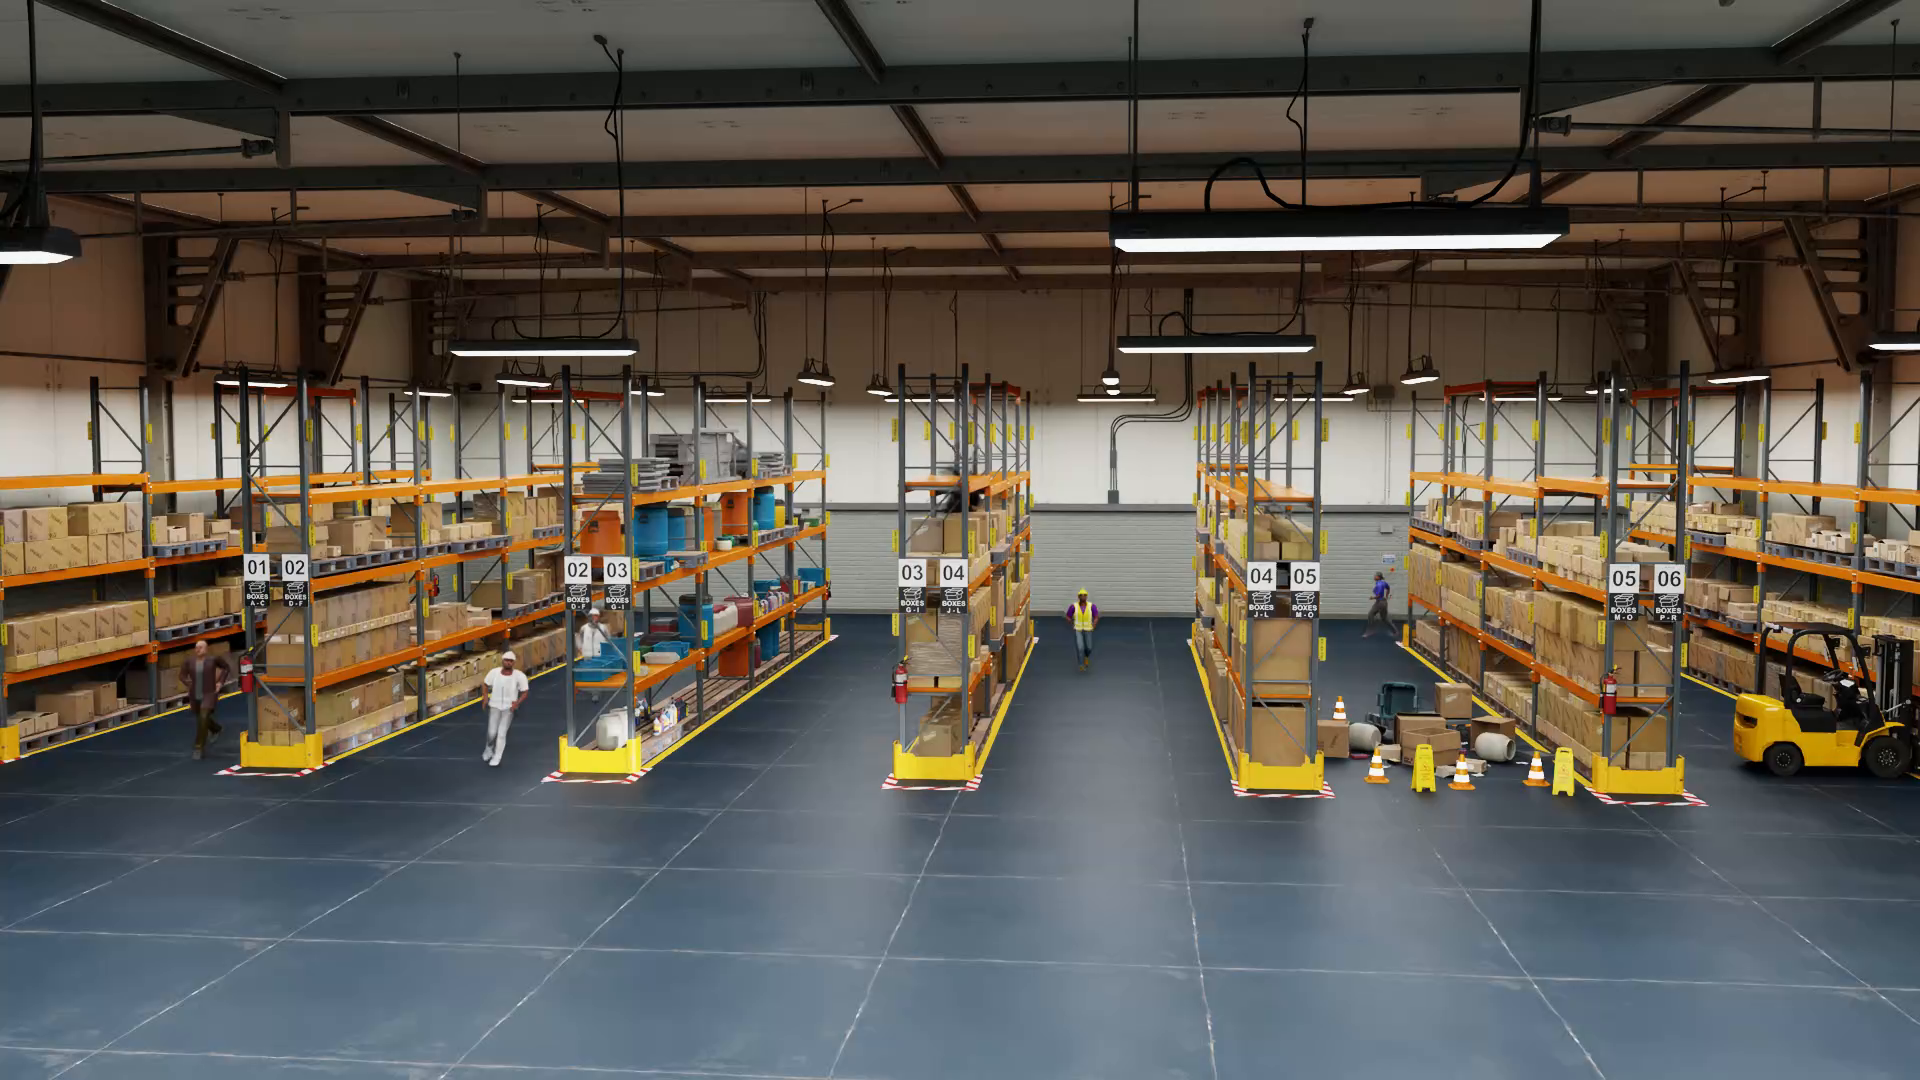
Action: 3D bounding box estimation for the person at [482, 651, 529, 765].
[{"bbox_3d":[-6.876,2.535,25.105,0.721,1.711,0.543,-1,4,-10],"label":"person"}]

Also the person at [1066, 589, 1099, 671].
[{"bbox_3d":[2.580,1.897,35.001,0.696,1.718,0.605,0,4,0],"label":"person"}]

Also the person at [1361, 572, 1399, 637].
[{"bbox_3d":[10.217,1.590,40.422,0.880,1.625,0.576,1,4,15],"label":"person"}]

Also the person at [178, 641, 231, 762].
[{"bbox_3d":[-11.782,2.464,25.887,0.668,1.819,1.159,0,4,4],"label":"person"}]

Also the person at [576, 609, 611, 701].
[{"bbox_3d":[-6.848,2.149,31.103,0.664,1.730,0.578,0,4,-7],"label":"person"}]
